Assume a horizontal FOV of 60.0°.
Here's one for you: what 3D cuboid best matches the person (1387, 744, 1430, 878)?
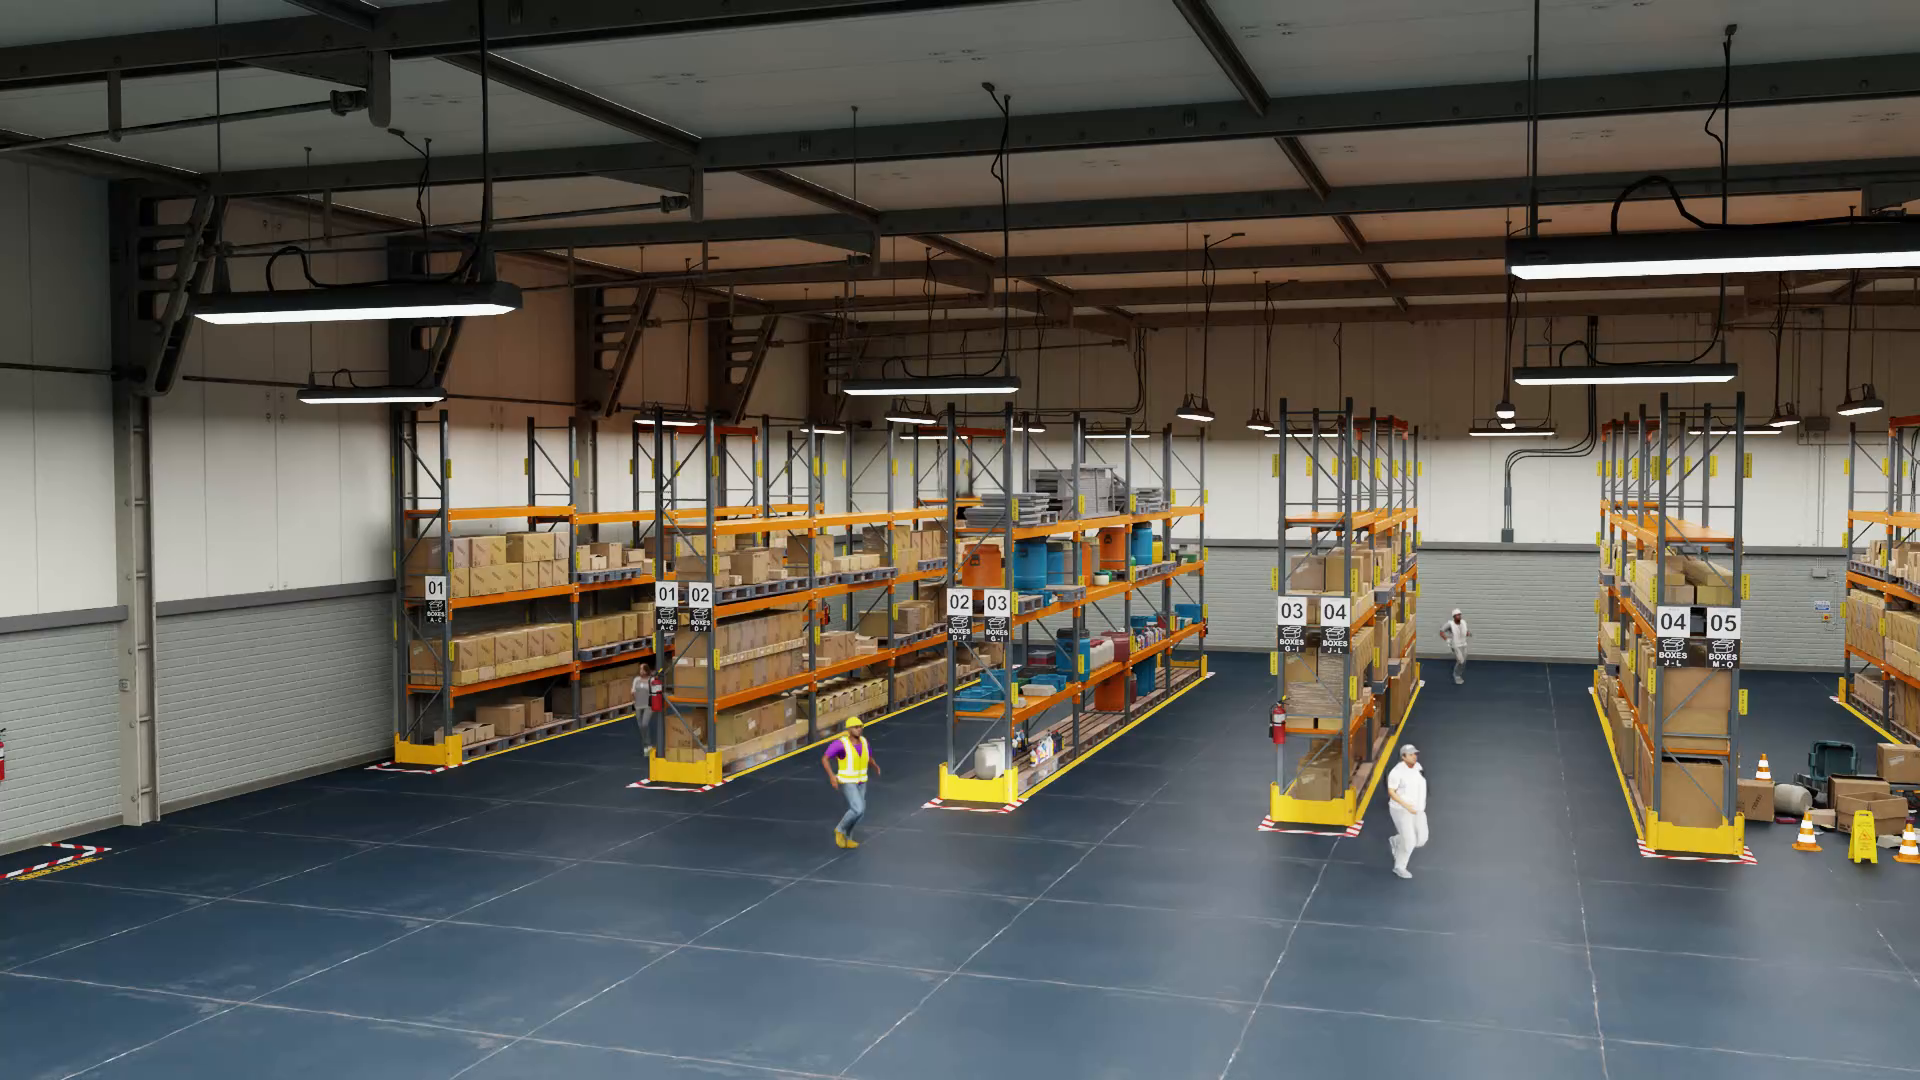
[{"bbox_3d":[5.505,3.320,20.496,0.622,1.637,0.608,-1,3,-29],"label":"person"}]

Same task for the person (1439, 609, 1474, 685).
[{"bbox_3d":[11.518,2.485,38.429,0.683,1.772,0.674,-1,3,-23],"label":"person"}]

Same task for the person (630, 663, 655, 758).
[{"bbox_3d":[-5.501,2.958,28.981,0.514,1.624,0.661,1,3,14],"label":"person"}]

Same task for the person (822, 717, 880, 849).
[{"bbox_3d":[-1.375,3.187,21.852,0.612,1.732,0.696,2,3,44],"label":"person"}]
